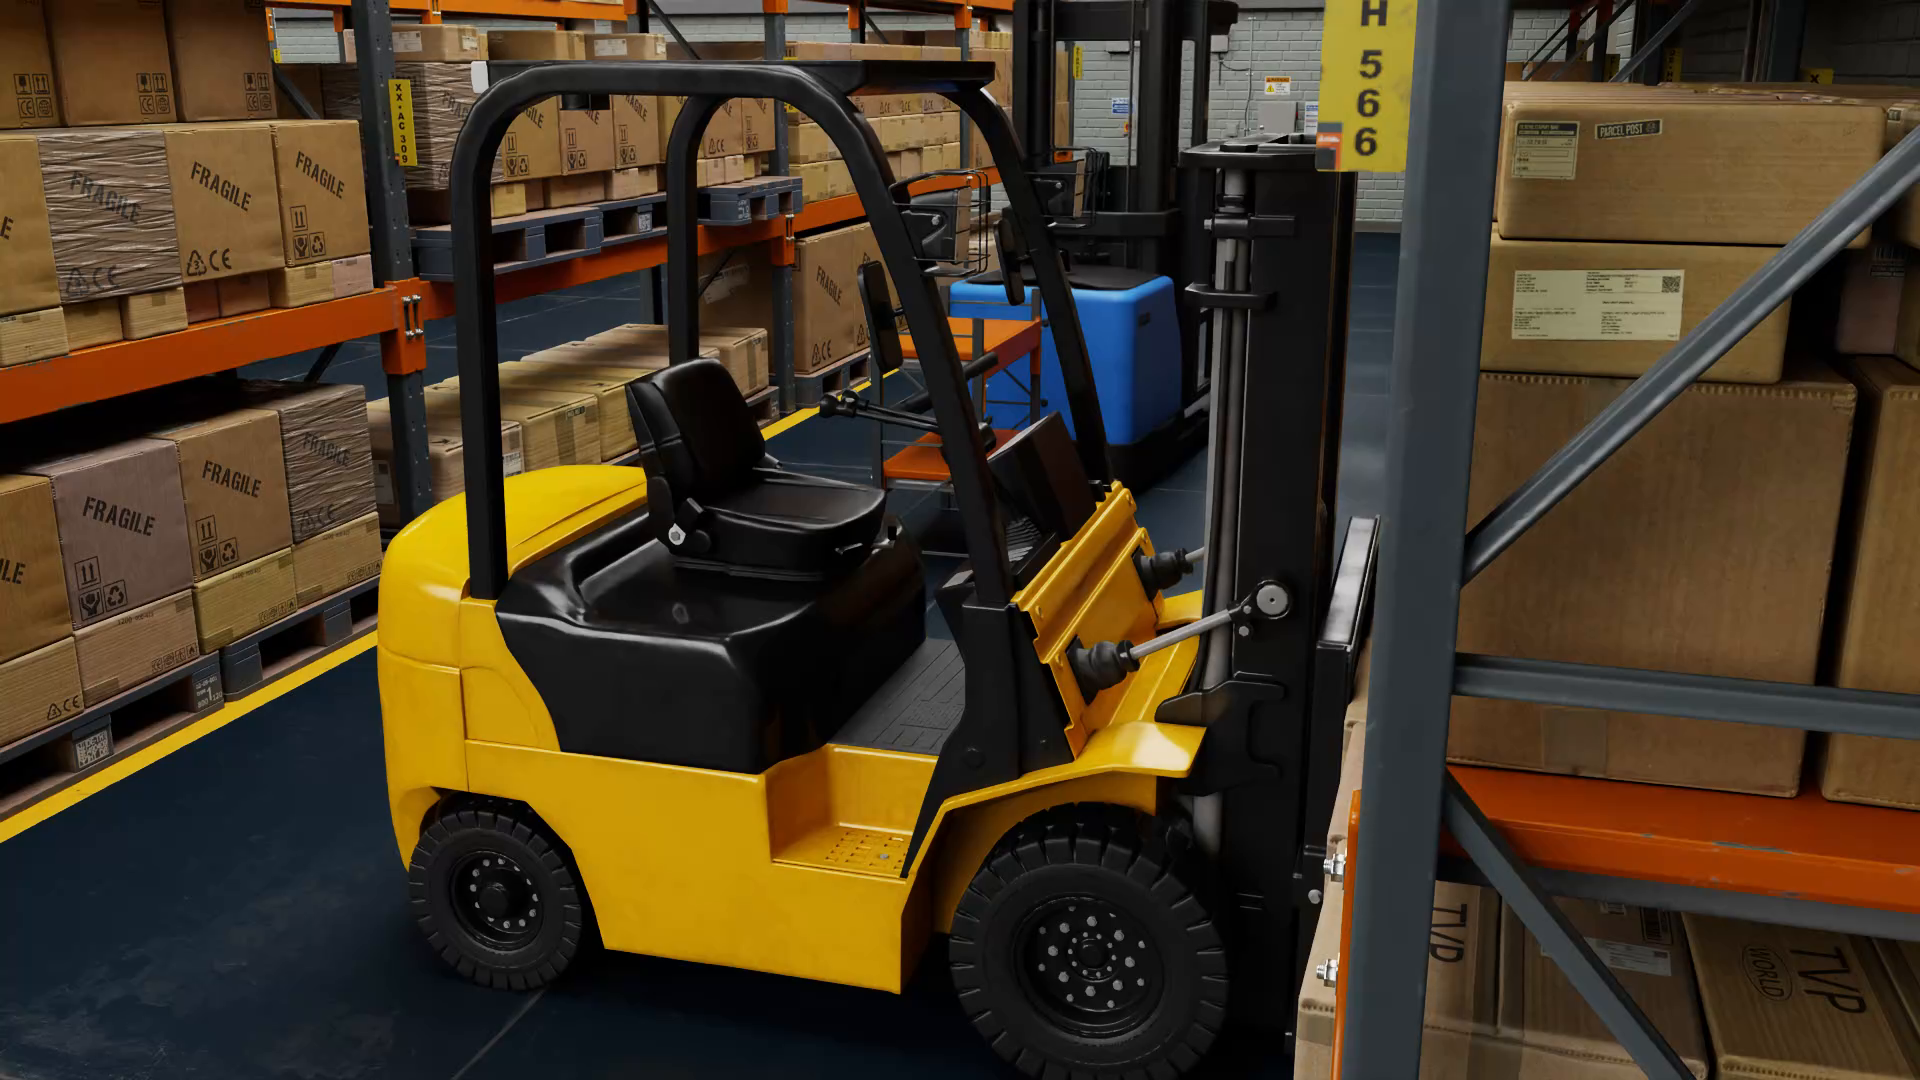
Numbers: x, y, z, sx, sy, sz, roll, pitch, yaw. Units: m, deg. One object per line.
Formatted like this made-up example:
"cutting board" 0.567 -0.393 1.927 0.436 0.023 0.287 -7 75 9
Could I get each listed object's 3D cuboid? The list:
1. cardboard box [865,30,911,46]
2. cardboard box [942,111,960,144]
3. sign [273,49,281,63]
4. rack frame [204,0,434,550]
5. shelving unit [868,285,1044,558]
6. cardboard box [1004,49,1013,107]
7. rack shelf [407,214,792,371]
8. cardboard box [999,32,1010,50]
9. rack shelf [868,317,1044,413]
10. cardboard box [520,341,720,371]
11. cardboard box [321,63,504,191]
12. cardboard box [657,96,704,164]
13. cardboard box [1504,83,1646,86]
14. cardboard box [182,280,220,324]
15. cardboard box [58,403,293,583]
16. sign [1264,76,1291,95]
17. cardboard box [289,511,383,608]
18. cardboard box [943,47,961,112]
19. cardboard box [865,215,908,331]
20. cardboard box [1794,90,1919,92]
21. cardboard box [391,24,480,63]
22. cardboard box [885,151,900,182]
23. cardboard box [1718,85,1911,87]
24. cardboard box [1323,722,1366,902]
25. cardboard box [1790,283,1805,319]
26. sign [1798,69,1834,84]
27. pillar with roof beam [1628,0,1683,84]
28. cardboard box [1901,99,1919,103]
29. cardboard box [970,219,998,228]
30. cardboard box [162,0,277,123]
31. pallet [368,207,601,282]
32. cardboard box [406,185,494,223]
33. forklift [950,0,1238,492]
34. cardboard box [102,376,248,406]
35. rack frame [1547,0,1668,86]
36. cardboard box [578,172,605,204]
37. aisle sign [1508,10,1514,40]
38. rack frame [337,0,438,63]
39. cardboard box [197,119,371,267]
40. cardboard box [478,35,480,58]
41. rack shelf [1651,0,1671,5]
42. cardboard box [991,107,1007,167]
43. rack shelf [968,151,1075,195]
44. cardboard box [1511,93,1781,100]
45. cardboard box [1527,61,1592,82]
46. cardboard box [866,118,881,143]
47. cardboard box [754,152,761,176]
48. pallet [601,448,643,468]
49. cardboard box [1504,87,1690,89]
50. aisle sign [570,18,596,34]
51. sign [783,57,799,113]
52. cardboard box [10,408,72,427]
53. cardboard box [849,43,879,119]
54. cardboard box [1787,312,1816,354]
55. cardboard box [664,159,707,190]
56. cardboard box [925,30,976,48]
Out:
"cardboard box" -0.637 -4.286 14.240 0.380 0.149 0.250 4 16 15
"cardboard box" -0.312 -3.374 13.586 0.500 0.250 0.500 5 16 16
"sign" -8.268 -5.780 20.155 0.100 0.325 0.005 5 16 16
"rack frame" -2.693 -1.247 6.728 1.000 3.000 0.127 5 16 16
"shelving unit" 0.002 -0.543 7.682 0.538 1.125 1.048 5 16 16
"cardboard box" 0.254 -4.240 15.264 0.500 0.500 0.500 5 17 17
"rack shelf" -2.125 -1.424 8.671 1.077 0.370 4.000 5 16 16
"cardboard box" 0.241 -4.509 15.027 0.380 0.149 0.250 4 16 14
"rack shelf" 0.002 -0.825 7.602 0.538 0.278 1.000 5 16 16
"cardboard box" -1.929 -0.890 9.518 0.950 0.372 0.625 4 16 15
"cardboard box" -2.285 -1.741 6.971 0.500 0.500 0.500 5 17 17
"cardboard box" -1.698 -2.278 8.865 0.500 0.500 0.500 3 16 12
"cardboard box" 1.640 -1.163 4.516 0.380 0.149 0.250 4 16 15
"cardboard box" -2.790 -0.826 5.706 0.380 0.149 0.250 4 16 15
"cardboard box" -2.747 -0.178 5.855 0.500 0.500 0.500 5 17 17
"sign" 4.275 -6.118 22.389 0.339 0.242 0.001 5 16 16
"cardboard box" -2.604 0.049 6.427 0.500 0.250 0.500 5 17 18
"cardboard box" -0.306 -3.733 13.477 0.500 0.500 0.500 5 17 18
"cardboard box" -0.769 -2.114 12.911 0.875 0.875 0.875 5 17 17
"cardboard box" 1.703 -0.723 2.963 0.380 0.149 0.250 4 16 15
"cardboard box" -2.221 -2.048 6.865 0.380 0.149 0.250 5 16 16
"cardboard box" -0.756 -2.732 12.238 0.500 0.250 0.500 5 16 16
"cardboard box" 1.988 -0.990 3.905 0.380 0.149 0.250 4 16 15
"cardboard box" 0.901 0.545 2.849 0.500 0.250 0.500 5 17 17
"cardboard box" 1.363 -0.381 2.302 0.380 0.149 0.250 4 16 15
"sign" 2.599 -1.275 5.095 0.100 0.325 0.005 5 16 16
"pillar with roof beam" 1.275 -6.288 13.508 9.100 9.000 0.400 5 16 16
"cardboard box" 1.366 -0.456 2.022 0.380 0.149 0.250 5 17 18
"cardboard box" 0.373 -2.935 16.607 0.875 0.438 0.875 5 17 17
"cardboard box" -3.026 -1.821 6.191 0.700 0.500 0.500 4 16 15
"pallet" -2.337 -1.343 7.420 1.003 0.211 1.213 5 16 16
"cardboard box" -2.233 -1.448 7.129 0.380 0.149 0.250 5 17 17
"forklift" 0.925 -2.016 9.566 1.130 2.935 3.031 6 17 21
"cardboard box" -3.120 -0.353 6.473 0.500 0.500 0.500 5 17 19
"rack frame" 3.204 -1.909 9.064 1.000 3.000 0.127 5 16 16
"cardboard box" -1.961 -1.721 8.092 0.380 0.149 0.250 5 17 16
"aisle sign" 5.215 -5.294 16.232 0.394 0.787 0.004 5 16 16
"rack frame" -5.195 -3.697 15.367 1.000 3.000 0.127 5 16 16
"cardboard box" -2.581 -1.303 6.196 0.500 0.500 0.500 4 16 14
"cardboard box" -4.833 -4.469 15.526 0.500 0.500 0.500 5 17 17
"rack shelf" 2.635 -2.483 6.908 1.077 0.370 4.000 5 16 16
"cardboard box" 0.111 -3.622 14.918 0.500 0.500 0.500 5 17 16
"rack shelf" 0.149 -3.517 16.050 1.077 0.370 4.000 5 16 16
"cardboard box" 1.061 -0.627 2.624 0.380 0.149 0.250 5 17 16
"cardboard box" 5.019 -3.757 13.932 0.500 0.500 0.500 4 16 14
"cardboard box" -0.874 -2.840 11.703 0.500 0.250 0.500 5 16 16
"cardboard box" -1.424 -2.271 10.028 0.380 0.149 0.250 5 17 18
"pallet" -2.129 -0.429 8.956 1.003 0.211 1.213 5 16 16
"cardboard box" 1.348 -0.896 3.574 0.380 0.149 0.250 5 16 16
"aisle sign" -4.325 -6.037 18.852 0.394 0.787 0.004 5 16 16
"sign" -1.034 -2.773 10.131 0.100 0.325 0.005 5 16 16
"cardboard box" -3.357 -0.503 5.812 0.380 0.149 0.250 5 17 18
"cardboard box" -0.888 -3.197 11.589 0.500 0.500 0.500 5 17 17
"cardboard box" 1.464 -0.111 2.539 0.500 0.500 0.500 5 17 18
"cardboard box" -1.604 -1.987 9.029 0.380 0.149 0.250 5 17 17
"cardboard box" -0.081 -4.244 14.089 0.380 0.149 0.250 4 16 15
